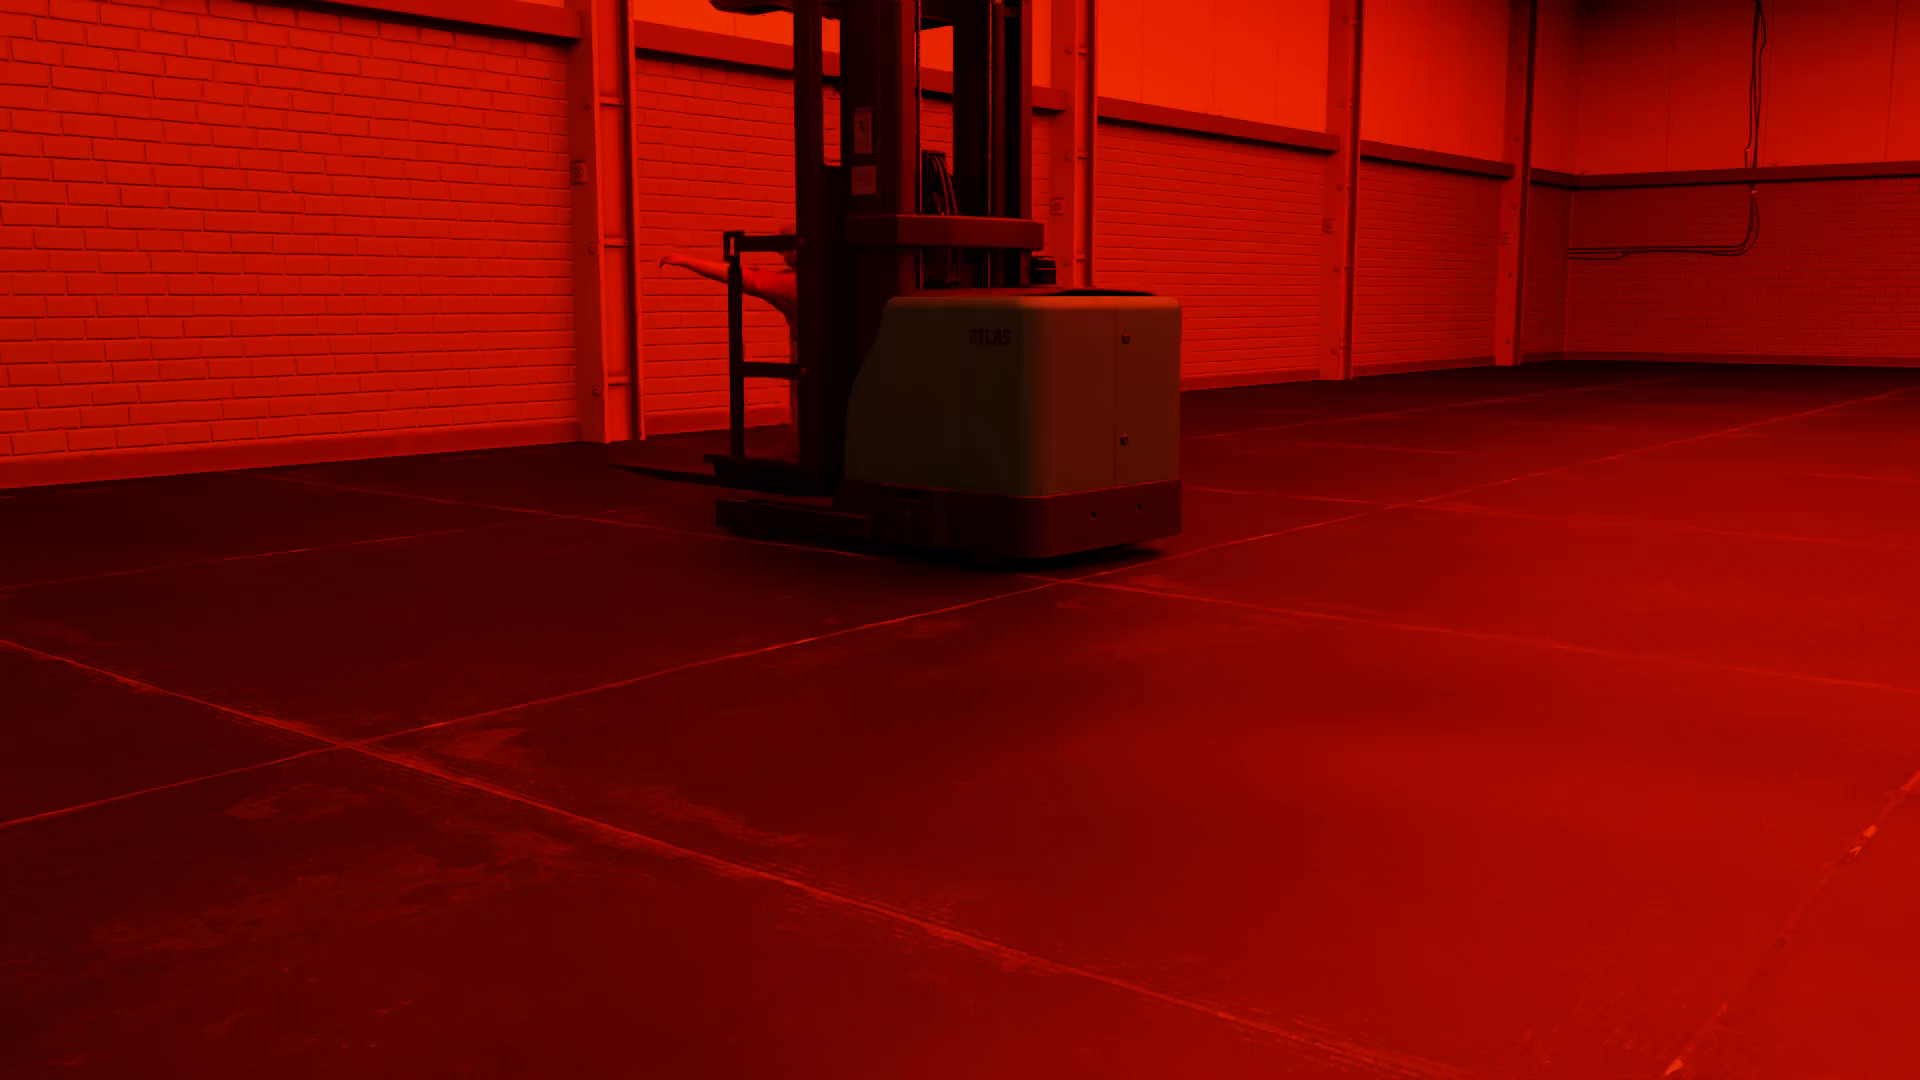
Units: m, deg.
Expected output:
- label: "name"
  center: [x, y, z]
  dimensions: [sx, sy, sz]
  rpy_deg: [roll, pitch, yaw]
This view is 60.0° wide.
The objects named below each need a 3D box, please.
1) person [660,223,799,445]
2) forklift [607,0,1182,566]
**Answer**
- label: "person"
  center: [-1.042, -1.096, 9.305]
  dimensions: [1.119, 1.637, 0.844]
  rpy_deg: [1, 8, 8]
- label: "forklift"
  center: [-0.477, -1.505, 7.568]
  dimensions: [3.031, 2.935, 1.130]
  rpy_deg: [8, 11, 42]
